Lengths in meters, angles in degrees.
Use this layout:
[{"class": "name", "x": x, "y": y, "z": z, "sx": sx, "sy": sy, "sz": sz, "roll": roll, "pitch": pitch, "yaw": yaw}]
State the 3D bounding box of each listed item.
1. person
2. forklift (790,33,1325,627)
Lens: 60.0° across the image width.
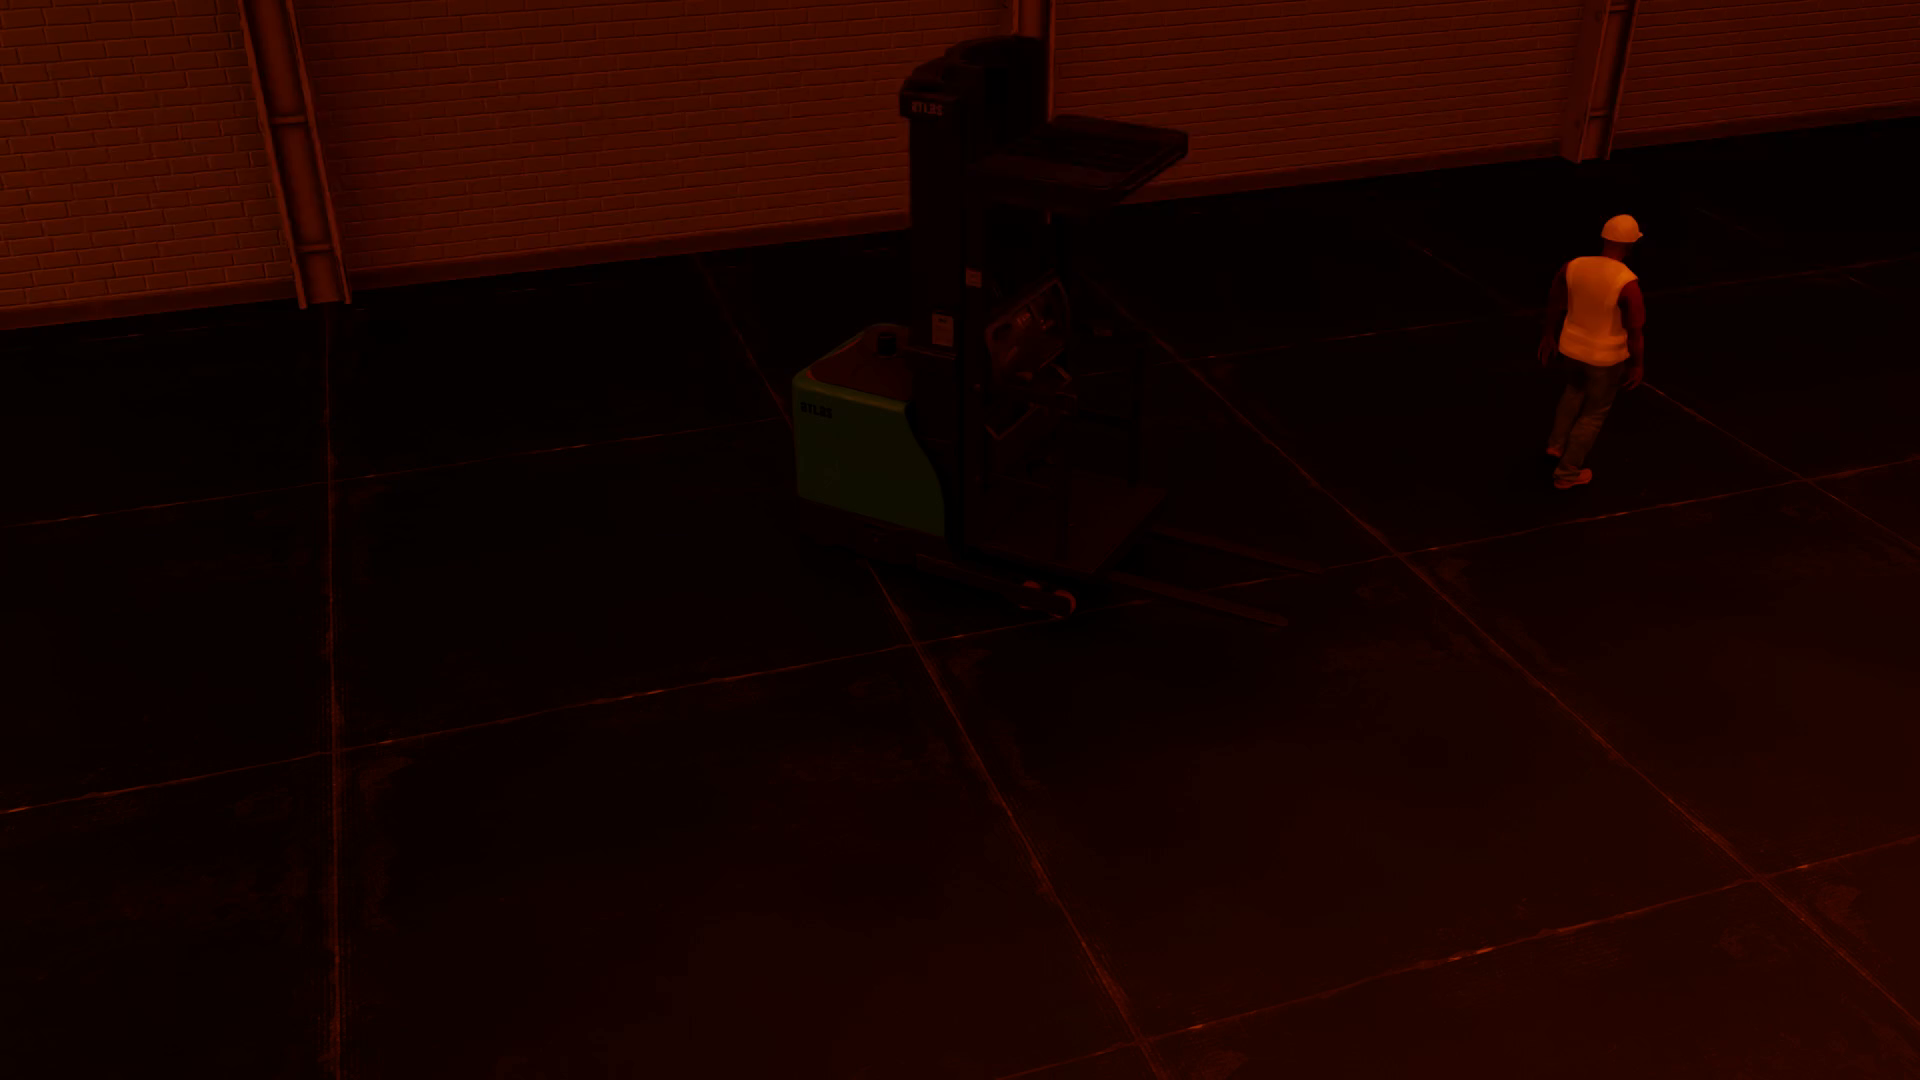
[{"class": "person", "x": 3.956, "y": -1.151, "z": 10.346, "sx": 0.517, "sy": 1.808, "sz": 0.671, "roll": -19, "pitch": 35, "yaw": -29}, {"class": "forklift", "x": 0.554, "y": -1.130, "z": 9.050, "sx": 3.031, "sy": 2.935, "sz": 1.130, "roll": 15, "pitch": 33, "yaw": 25}]
